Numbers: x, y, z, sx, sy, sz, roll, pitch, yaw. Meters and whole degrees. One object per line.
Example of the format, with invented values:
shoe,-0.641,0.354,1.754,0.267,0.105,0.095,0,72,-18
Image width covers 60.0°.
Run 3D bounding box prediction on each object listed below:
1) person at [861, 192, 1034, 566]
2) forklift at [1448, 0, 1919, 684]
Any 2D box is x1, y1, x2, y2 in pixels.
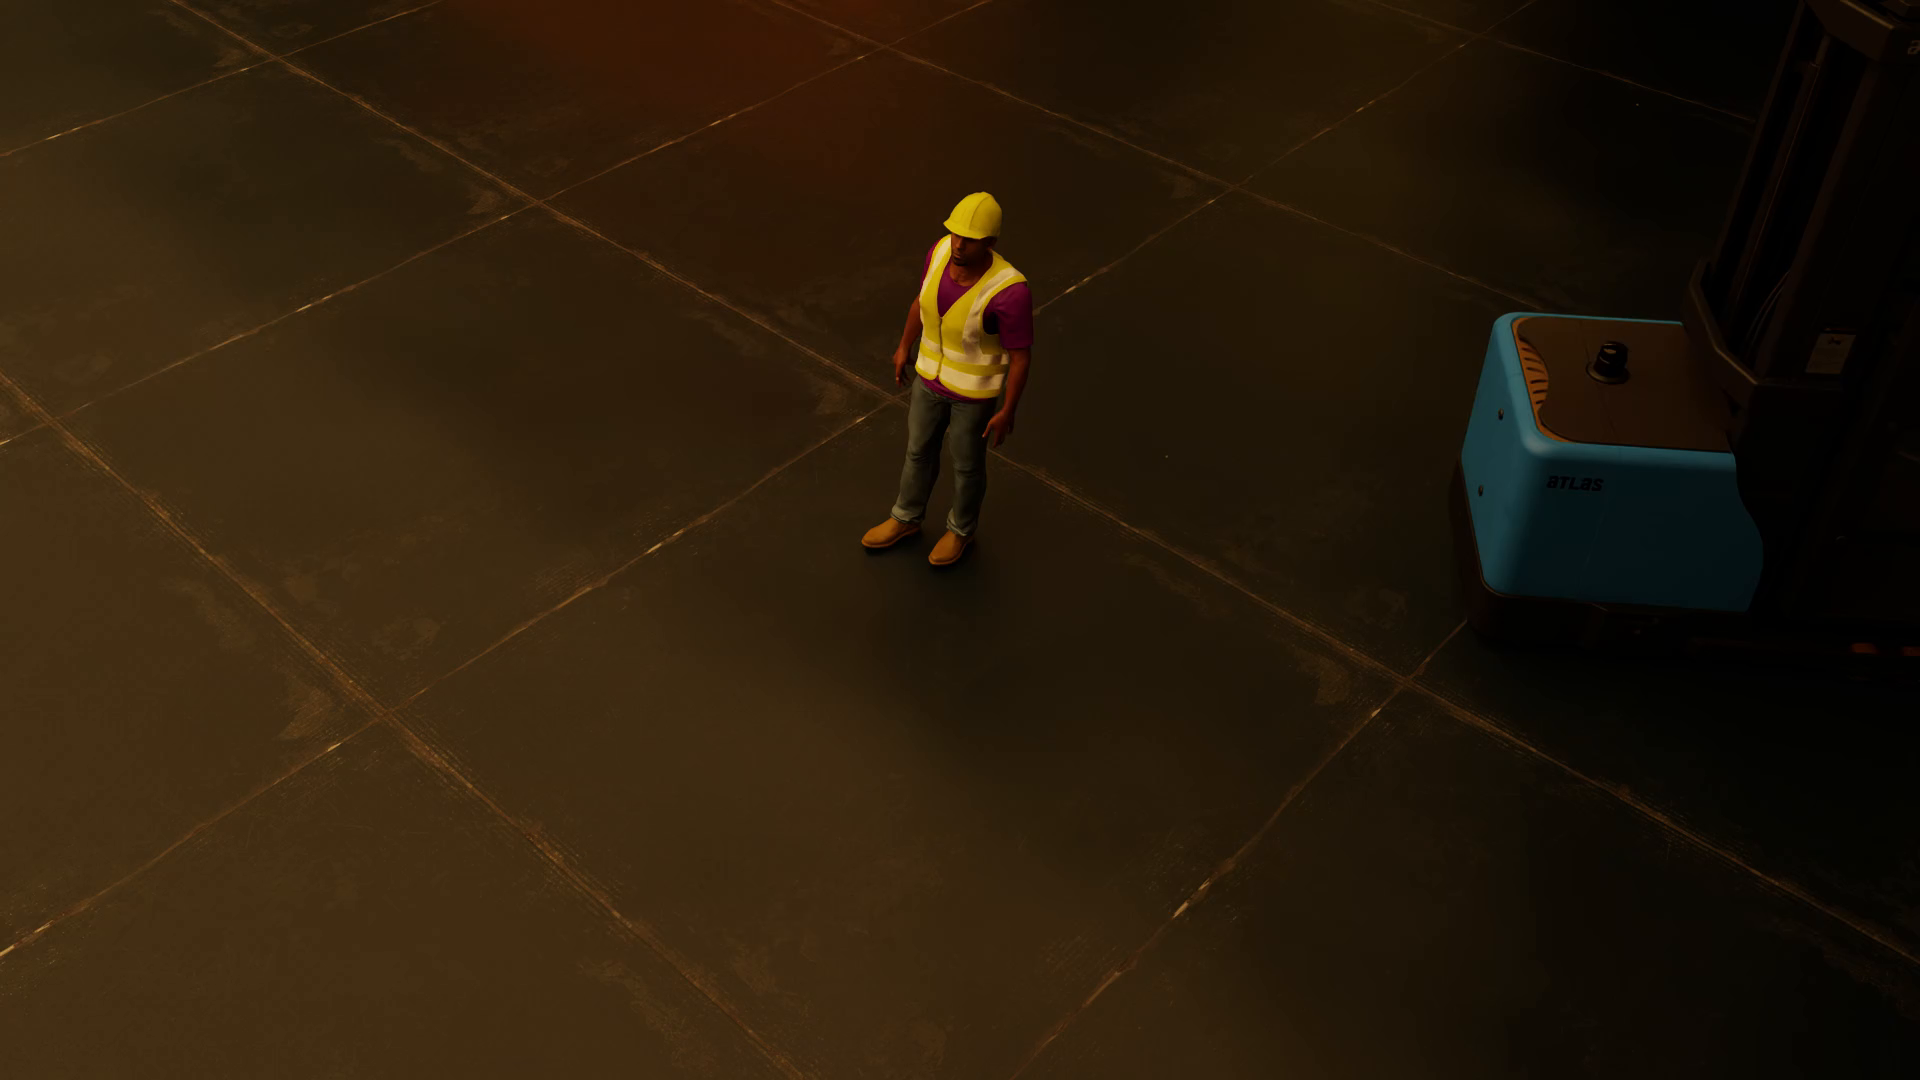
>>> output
person,-0.051,-0.645,7.064,0.666,1.765,0.577,31,49,31
forklift,3.748,-0.875,6.448,3.031,2.935,1.130,4,41,5
